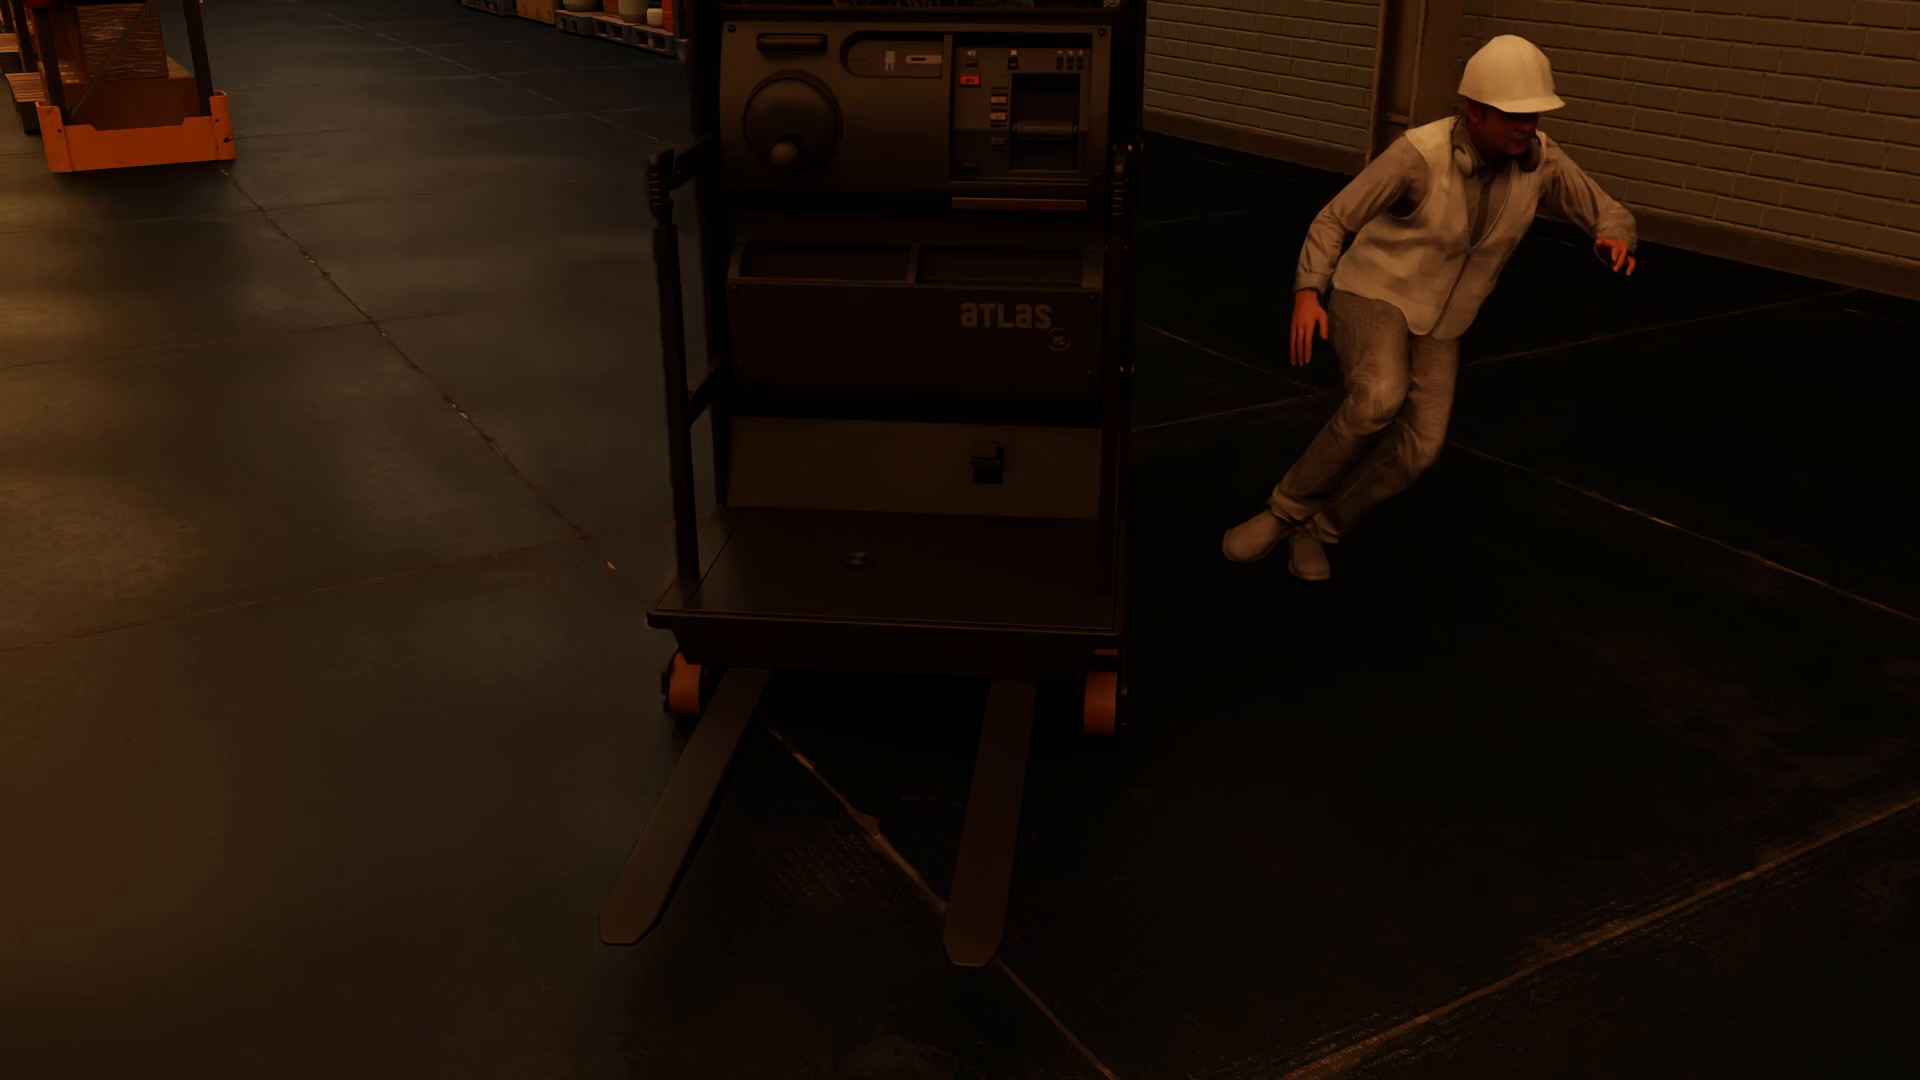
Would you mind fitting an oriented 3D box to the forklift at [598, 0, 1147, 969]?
[{"bbox_3d":[-0.129,-1.017,3.751,1.130,2.935,3.031,2,22,6],"label":"forklift"}]

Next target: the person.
[{"bbox_3d":[1.258,-0.576,4.521,1.052,1.530,0.907,-8,24,-18],"label":"person"}]
